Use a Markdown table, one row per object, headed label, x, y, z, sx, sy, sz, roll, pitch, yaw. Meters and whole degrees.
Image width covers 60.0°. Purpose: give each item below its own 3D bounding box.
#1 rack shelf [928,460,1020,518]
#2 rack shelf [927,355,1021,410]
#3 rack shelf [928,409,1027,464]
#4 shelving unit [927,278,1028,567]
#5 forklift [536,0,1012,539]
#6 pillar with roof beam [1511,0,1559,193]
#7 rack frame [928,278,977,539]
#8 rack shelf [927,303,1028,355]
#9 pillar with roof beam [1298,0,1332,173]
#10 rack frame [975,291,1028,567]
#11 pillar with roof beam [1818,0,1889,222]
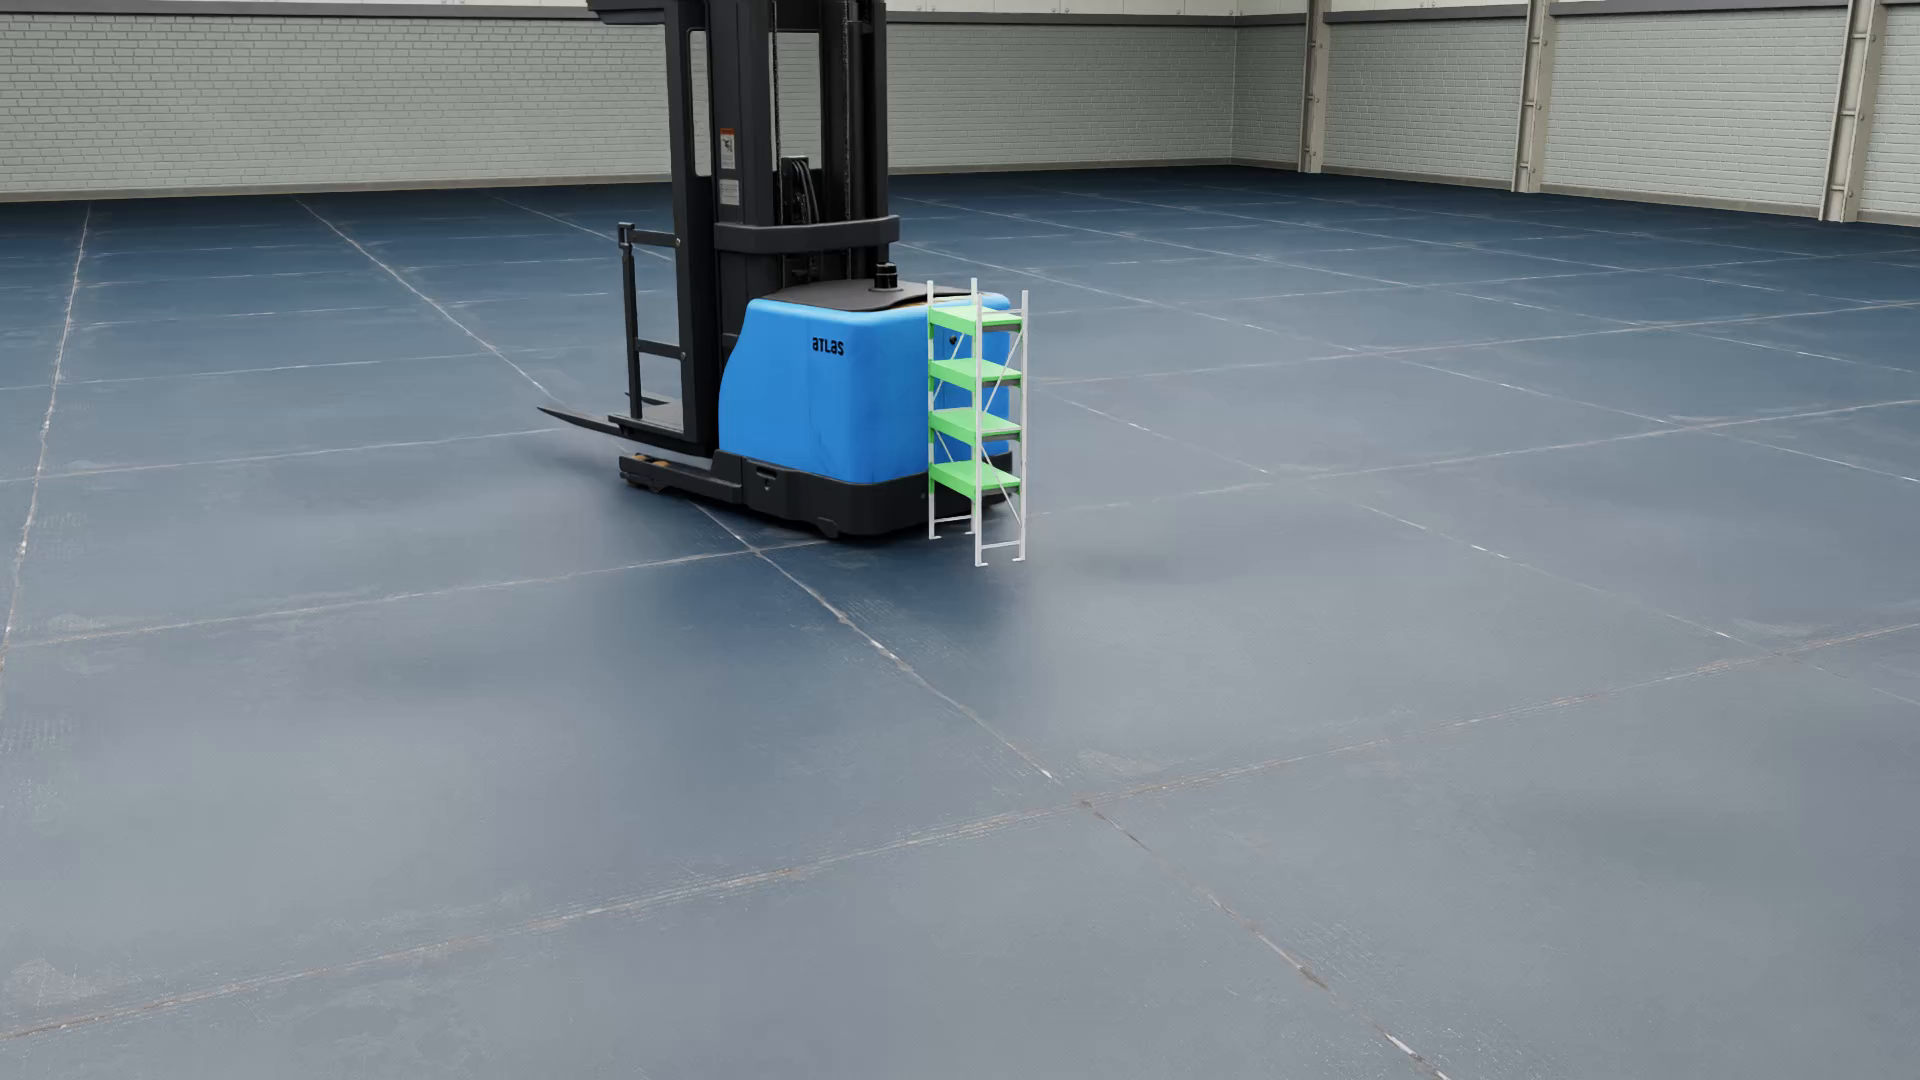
| label | x | y | z | sx | sy | sz | roll | pitch | yaw |
| --- | --- | --- | --- | --- | --- | --- | --- | --- | --- |
| rack shelf | 0.073 | -0.244 | 7.526 | 0.258 | 0.148 | 0.480 | -8 | 18 | -25 |
| rack shelf | 0.073 | -0.705 | 7.394 | 0.258 | 0.148 | 0.480 | -8 | 18 | -25 |
| rack shelf | 0.073 | -0.474 | 7.460 | 0.258 | 0.148 | 0.480 | -8 | 18 | -25 |
| shelving unit | 0.073 | -0.536 | 7.442 | 0.258 | 1.200 | 0.503 | -8 | 18 | -25 |
| forklift | -1.146 | -1.742 | 8.506 | 3.031 | 2.935 | 1.130 | 15 | 22 | 42 |
| pillar with roof beam | 5.872 | -9.794 | 25.565 | 9.100 | 9.000 | 0.400 | -8 | 18 | -25 |
| rack frame | -0.034 | -0.596 | 7.653 | 0.240 | 1.200 | 0.015 | -8 | 18 | -25 |
| rack shelf | 0.073 | -0.936 | 7.327 | 0.258 | 0.148 | 0.480 | -8 | 18 | -25 |
| pillar with roof beam | 3.244 | -11.281 | 30.749 | 9.100 | 9.000 | 0.400 | -8 | 18 | -25 |
| rack frame | 0.179 | -0.475 | 7.231 | 0.240 | 1.200 | 0.015 | -8 | 18 | -25 |
| pillar with roof beam | 8.501 | -8.306 | 20.380 | 9.100 | 9.000 | 0.400 | -8 | 18 | -25 |
